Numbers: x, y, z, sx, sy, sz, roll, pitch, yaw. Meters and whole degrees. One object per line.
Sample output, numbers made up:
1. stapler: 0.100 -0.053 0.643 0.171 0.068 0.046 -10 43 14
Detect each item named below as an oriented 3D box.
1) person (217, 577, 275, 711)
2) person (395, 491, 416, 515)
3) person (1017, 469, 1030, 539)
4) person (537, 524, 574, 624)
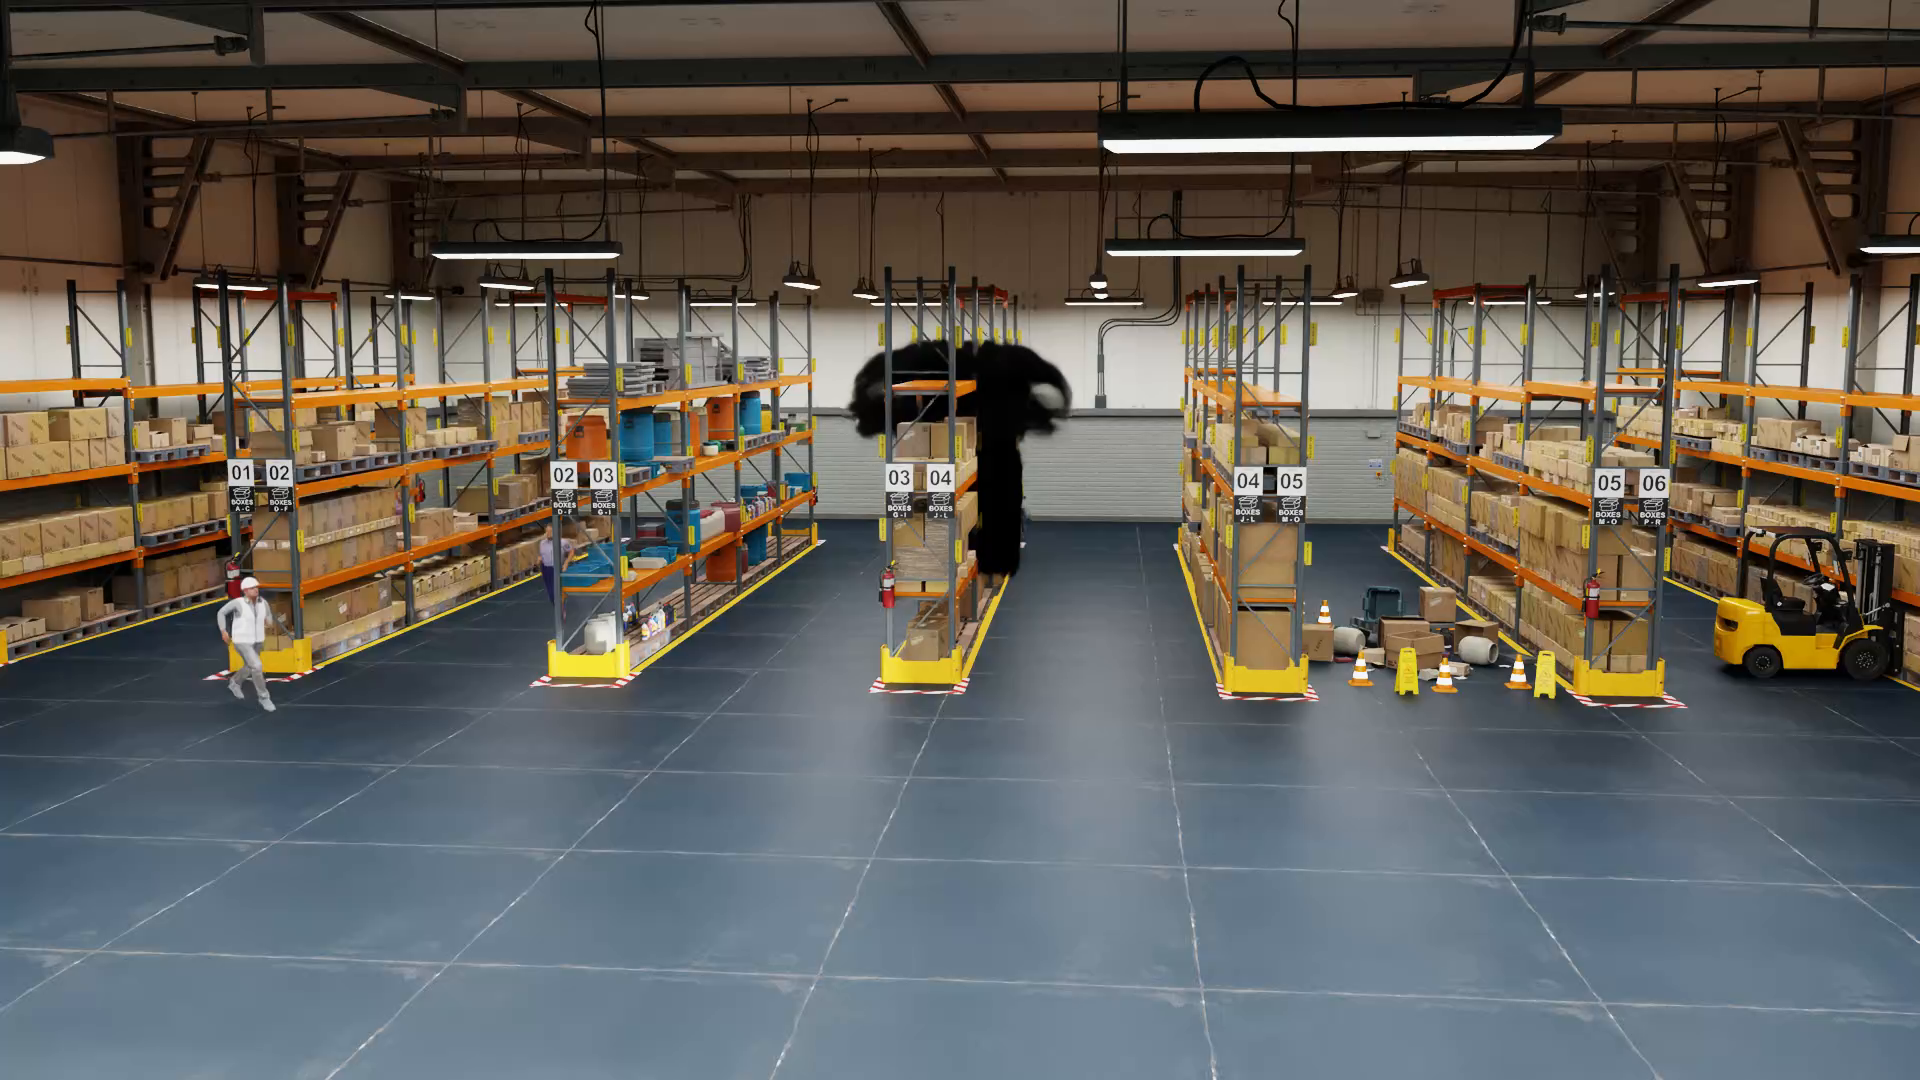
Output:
1. person: -9.672 1.391 22.596 0.965 1.809 0.678 4 8 32
2. person: -12.488 -0.309 37.188 0.511 1.570 0.636 1 7 6
3. person: 1.410 -0.868 41.465 0.739 1.808 0.680 5 9 37
4. person: -6.747 0.593 27.562 0.580 1.710 0.645 2 7 14
